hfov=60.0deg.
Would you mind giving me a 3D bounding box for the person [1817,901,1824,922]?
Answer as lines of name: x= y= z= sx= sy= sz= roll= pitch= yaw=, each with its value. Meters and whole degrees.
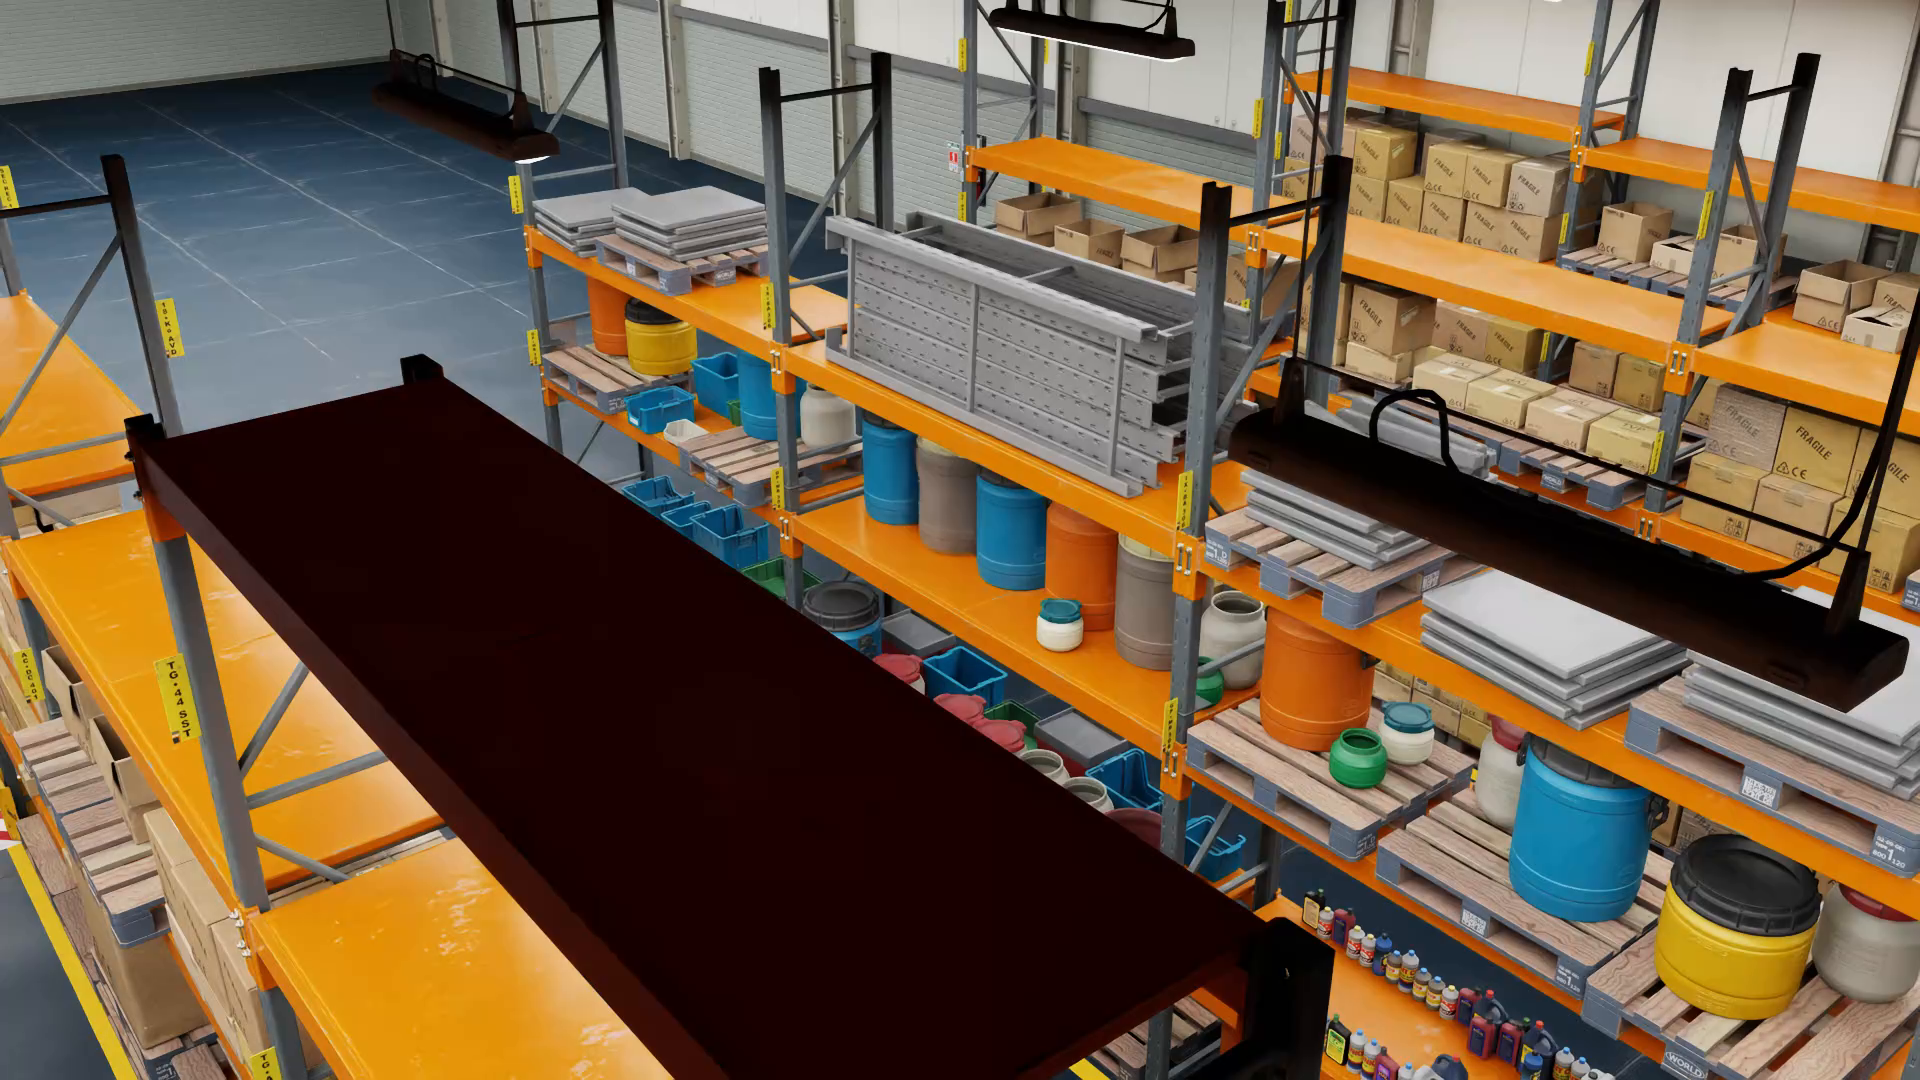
person: x=5.215 y=2.963 z=10.235 sx=0.669 sy=1.685 sz=0.627 roll=-15 pitch=29 yaw=-28
